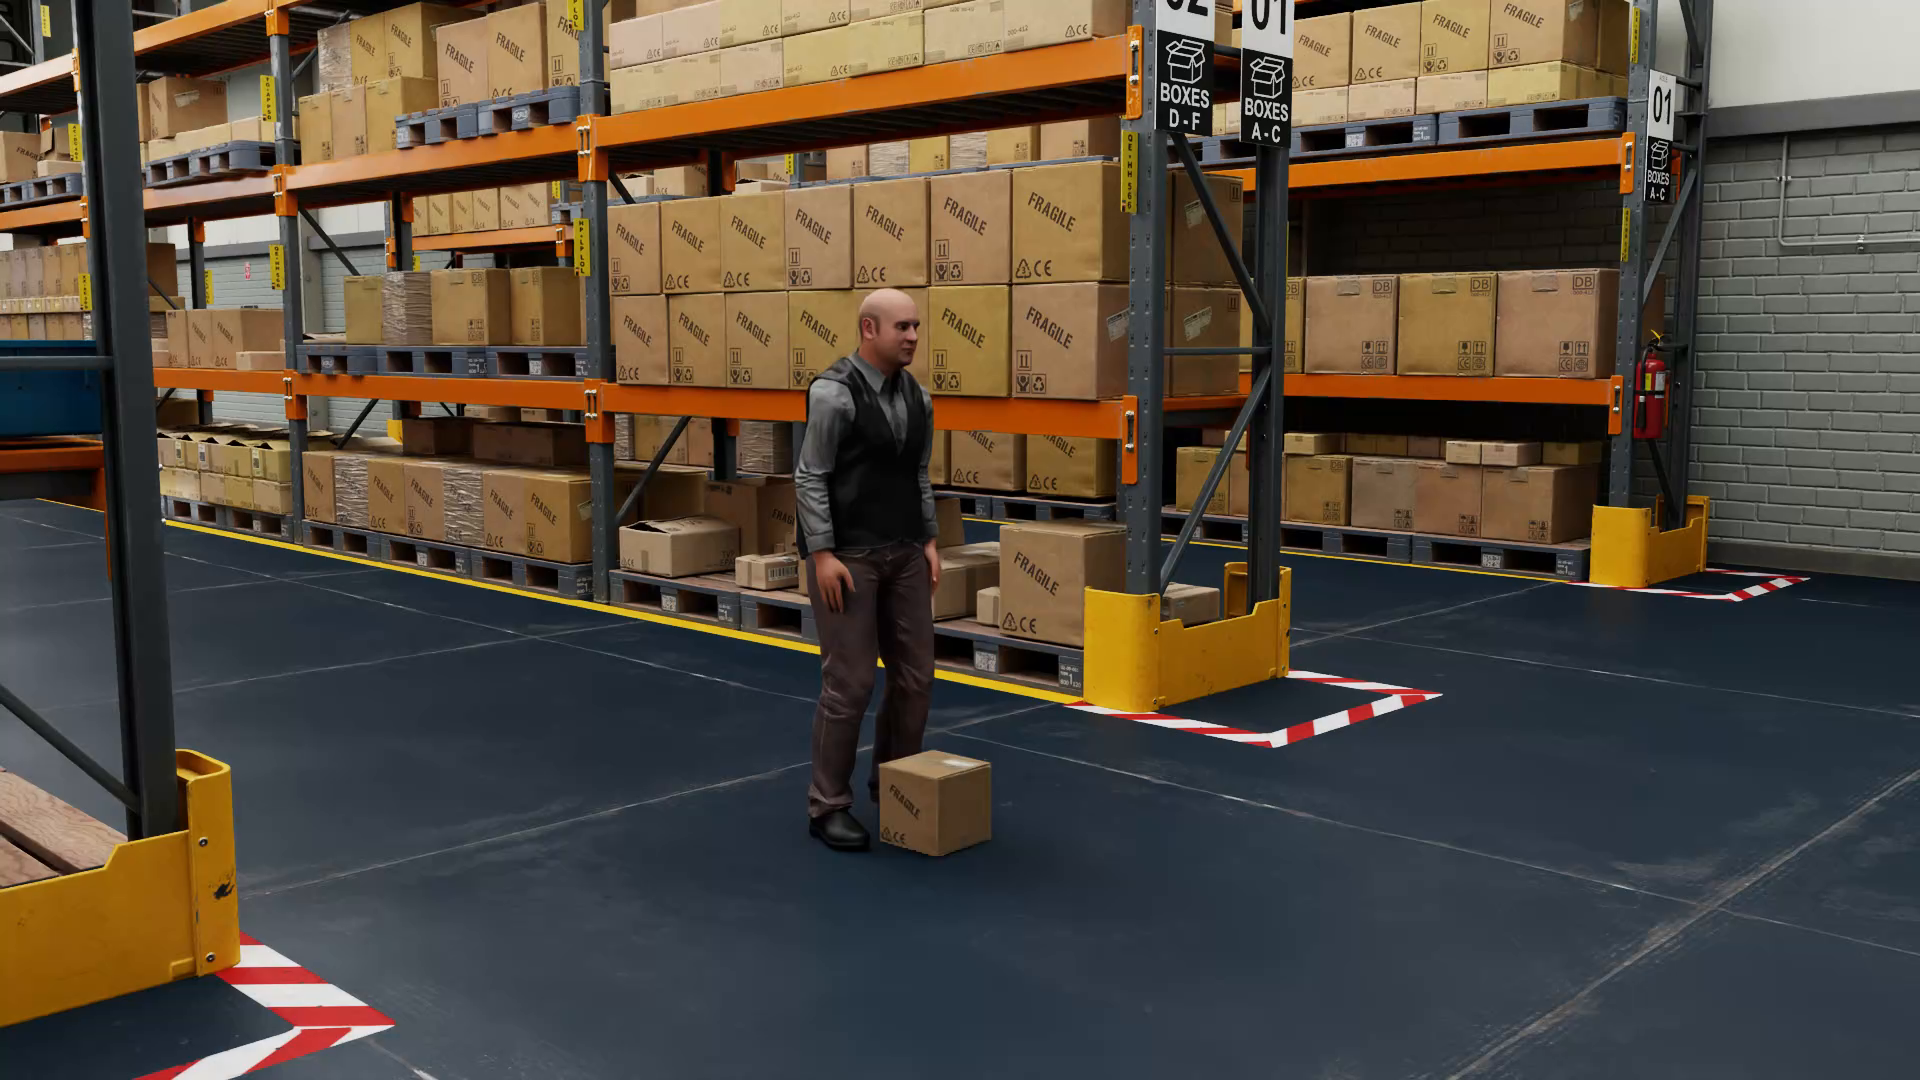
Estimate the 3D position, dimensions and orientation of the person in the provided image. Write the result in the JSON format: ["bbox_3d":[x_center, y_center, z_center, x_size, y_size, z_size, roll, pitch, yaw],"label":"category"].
[{"bbox_3d":[-0.270,0.070,5.284,0.474,1.720,0.572,6,9,41],"label":"person"}]
